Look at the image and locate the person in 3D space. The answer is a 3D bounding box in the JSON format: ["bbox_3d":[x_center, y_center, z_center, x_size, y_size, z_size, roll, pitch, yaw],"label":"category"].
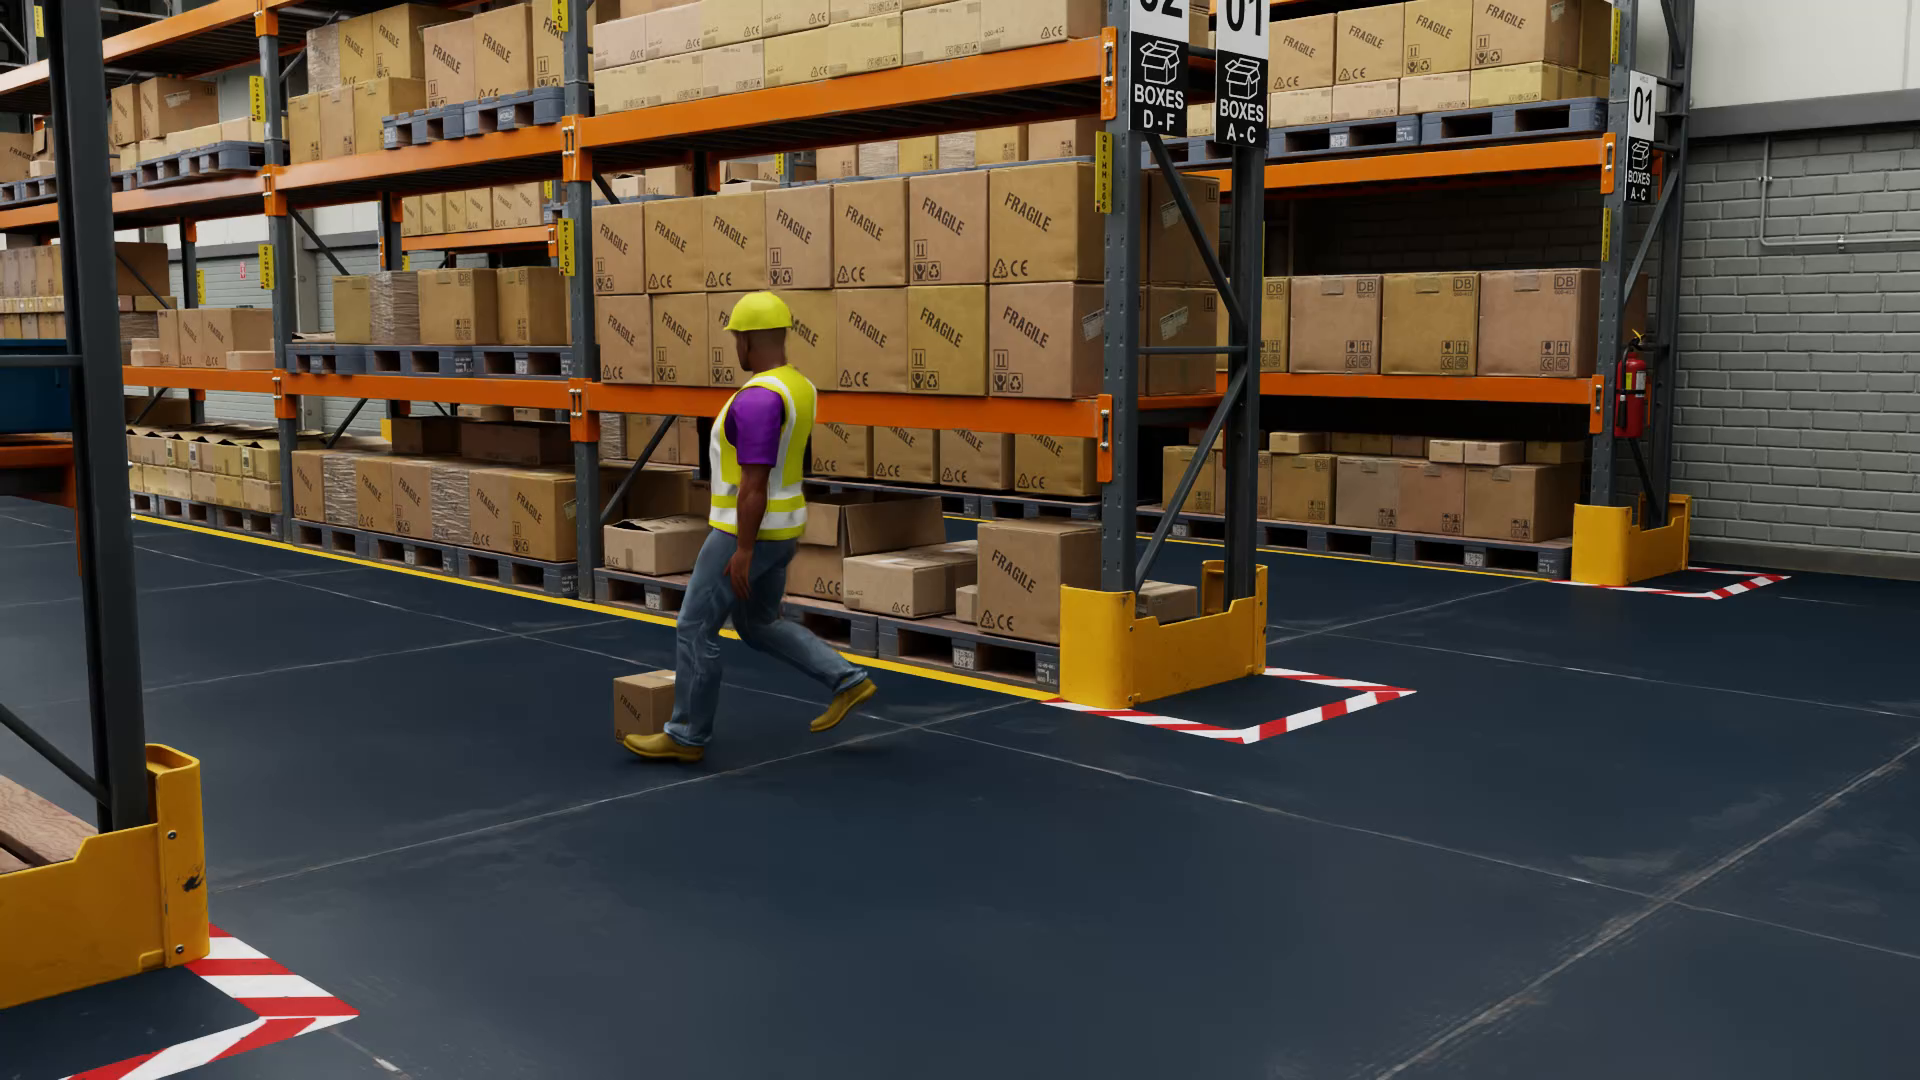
[{"bbox_3d":[-0.788,-0.039,6.127,0.916,1.730,0.593,2,7,12],"label":"person"}]
